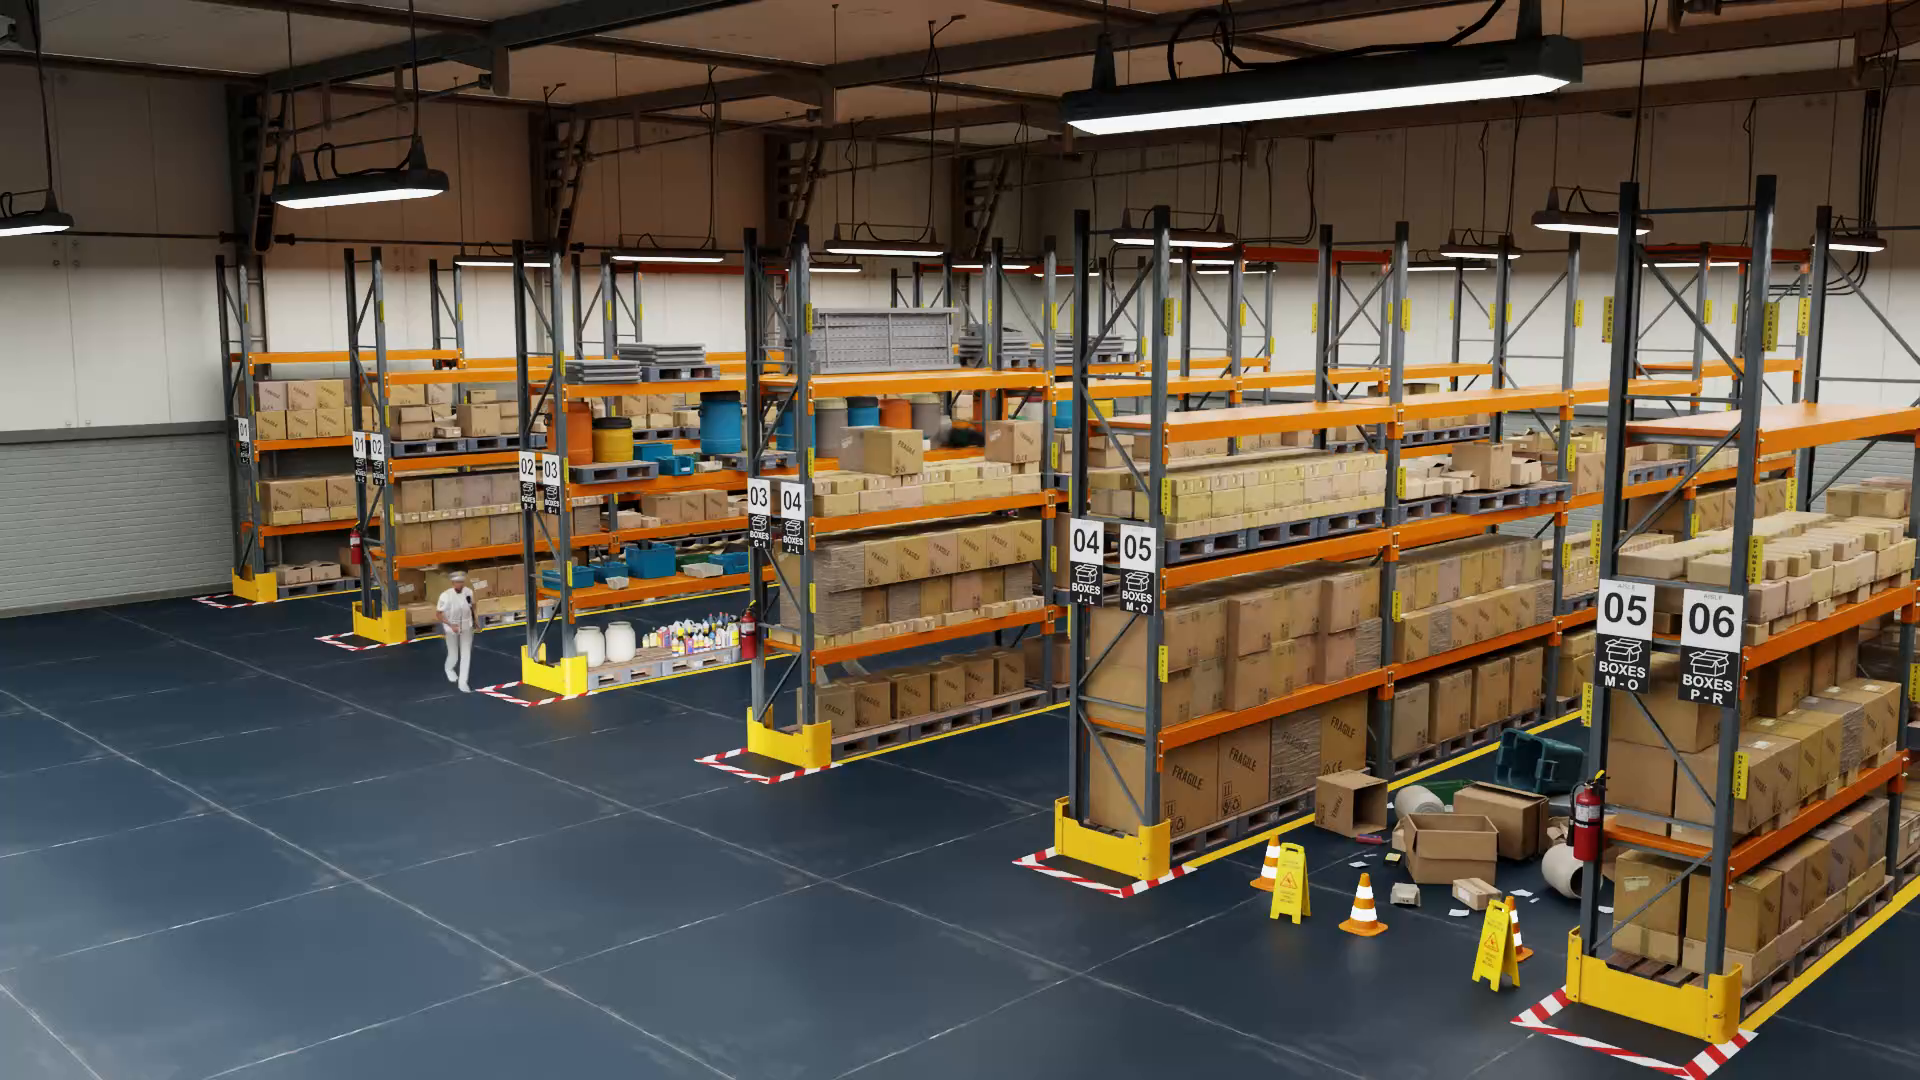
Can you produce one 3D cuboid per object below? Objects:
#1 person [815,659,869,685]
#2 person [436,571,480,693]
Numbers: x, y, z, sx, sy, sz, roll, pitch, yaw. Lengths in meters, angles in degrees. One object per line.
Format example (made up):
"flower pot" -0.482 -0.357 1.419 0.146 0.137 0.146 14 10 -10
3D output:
"person" -1.577 1.303 21.570 1.155 1.615 0.728 -4 9 -29
"person" -6.790 1.195 22.425 0.571 1.648 0.776 -5 9 -29
